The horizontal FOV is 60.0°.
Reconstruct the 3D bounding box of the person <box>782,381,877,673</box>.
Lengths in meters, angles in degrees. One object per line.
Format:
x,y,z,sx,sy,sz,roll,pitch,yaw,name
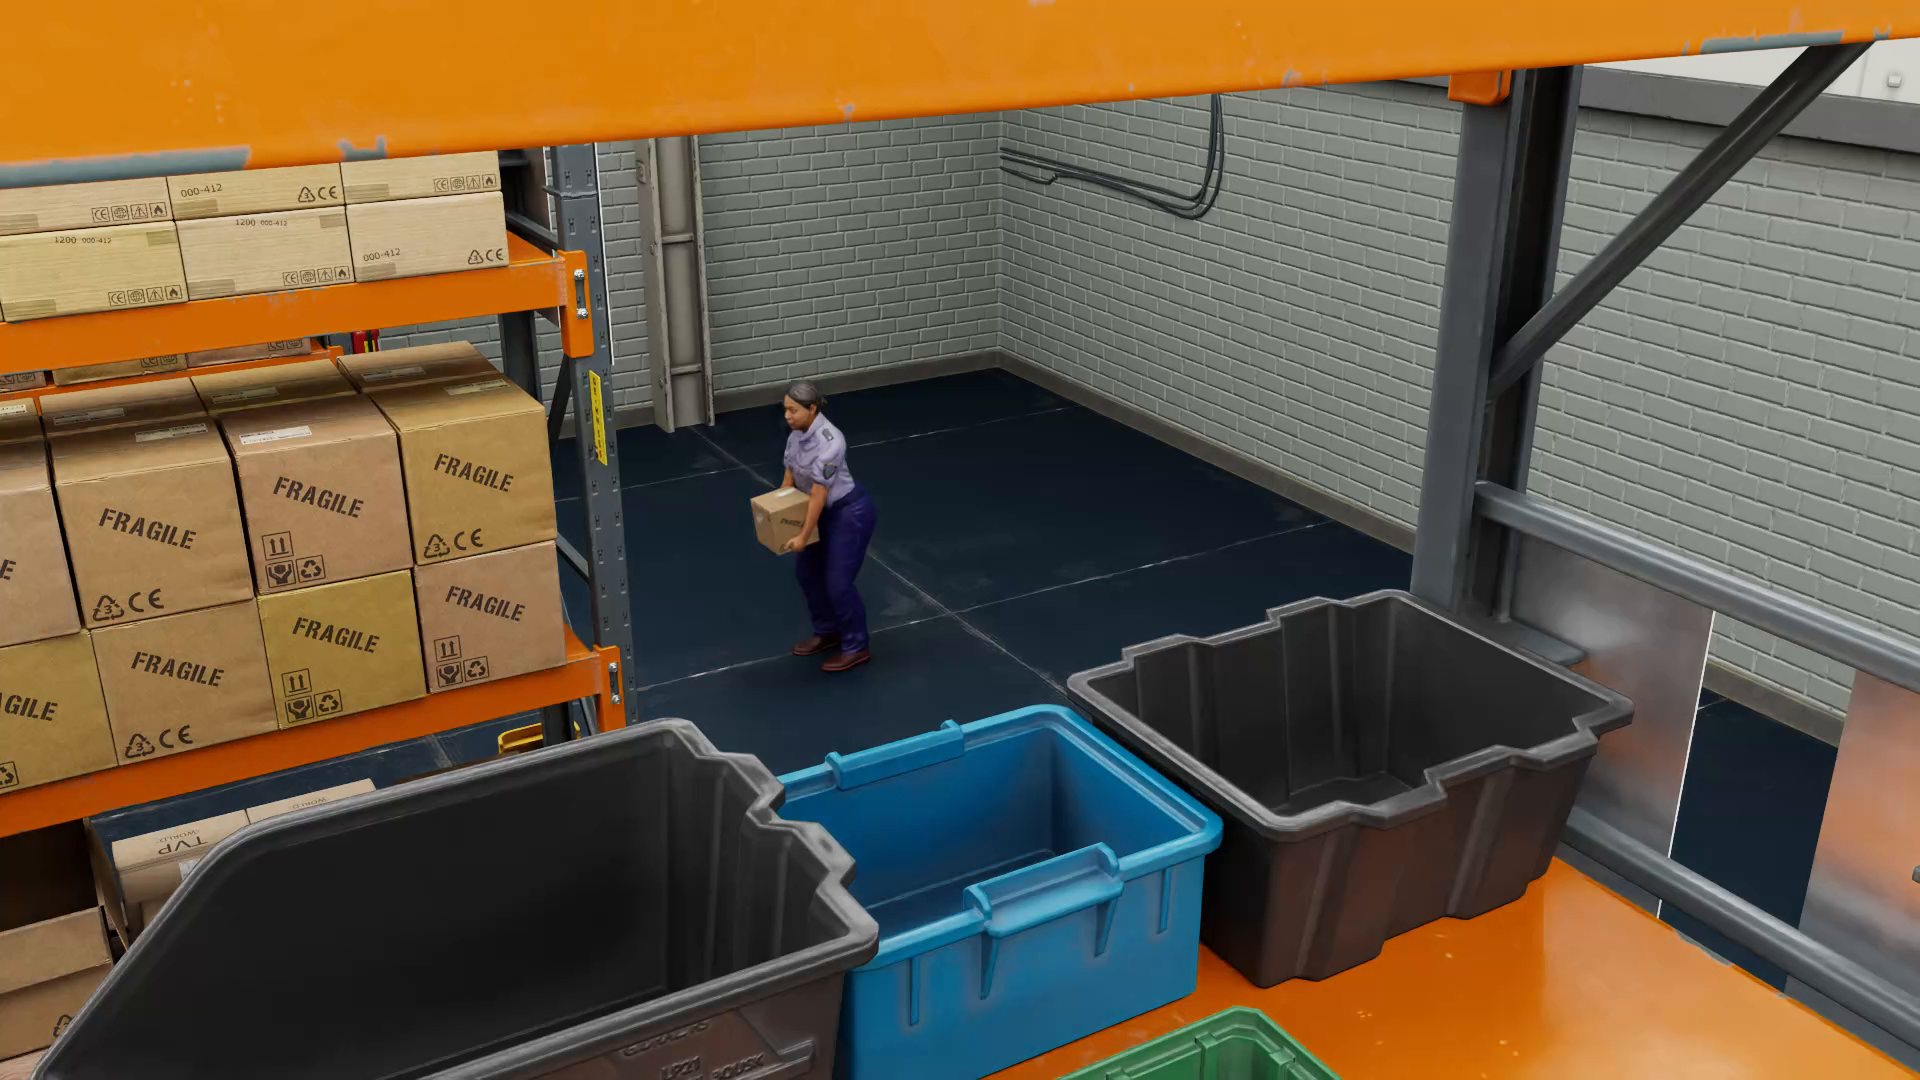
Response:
-0.740,-0.089,8.895,0.567,1.610,0.434,-13,25,-29,person
